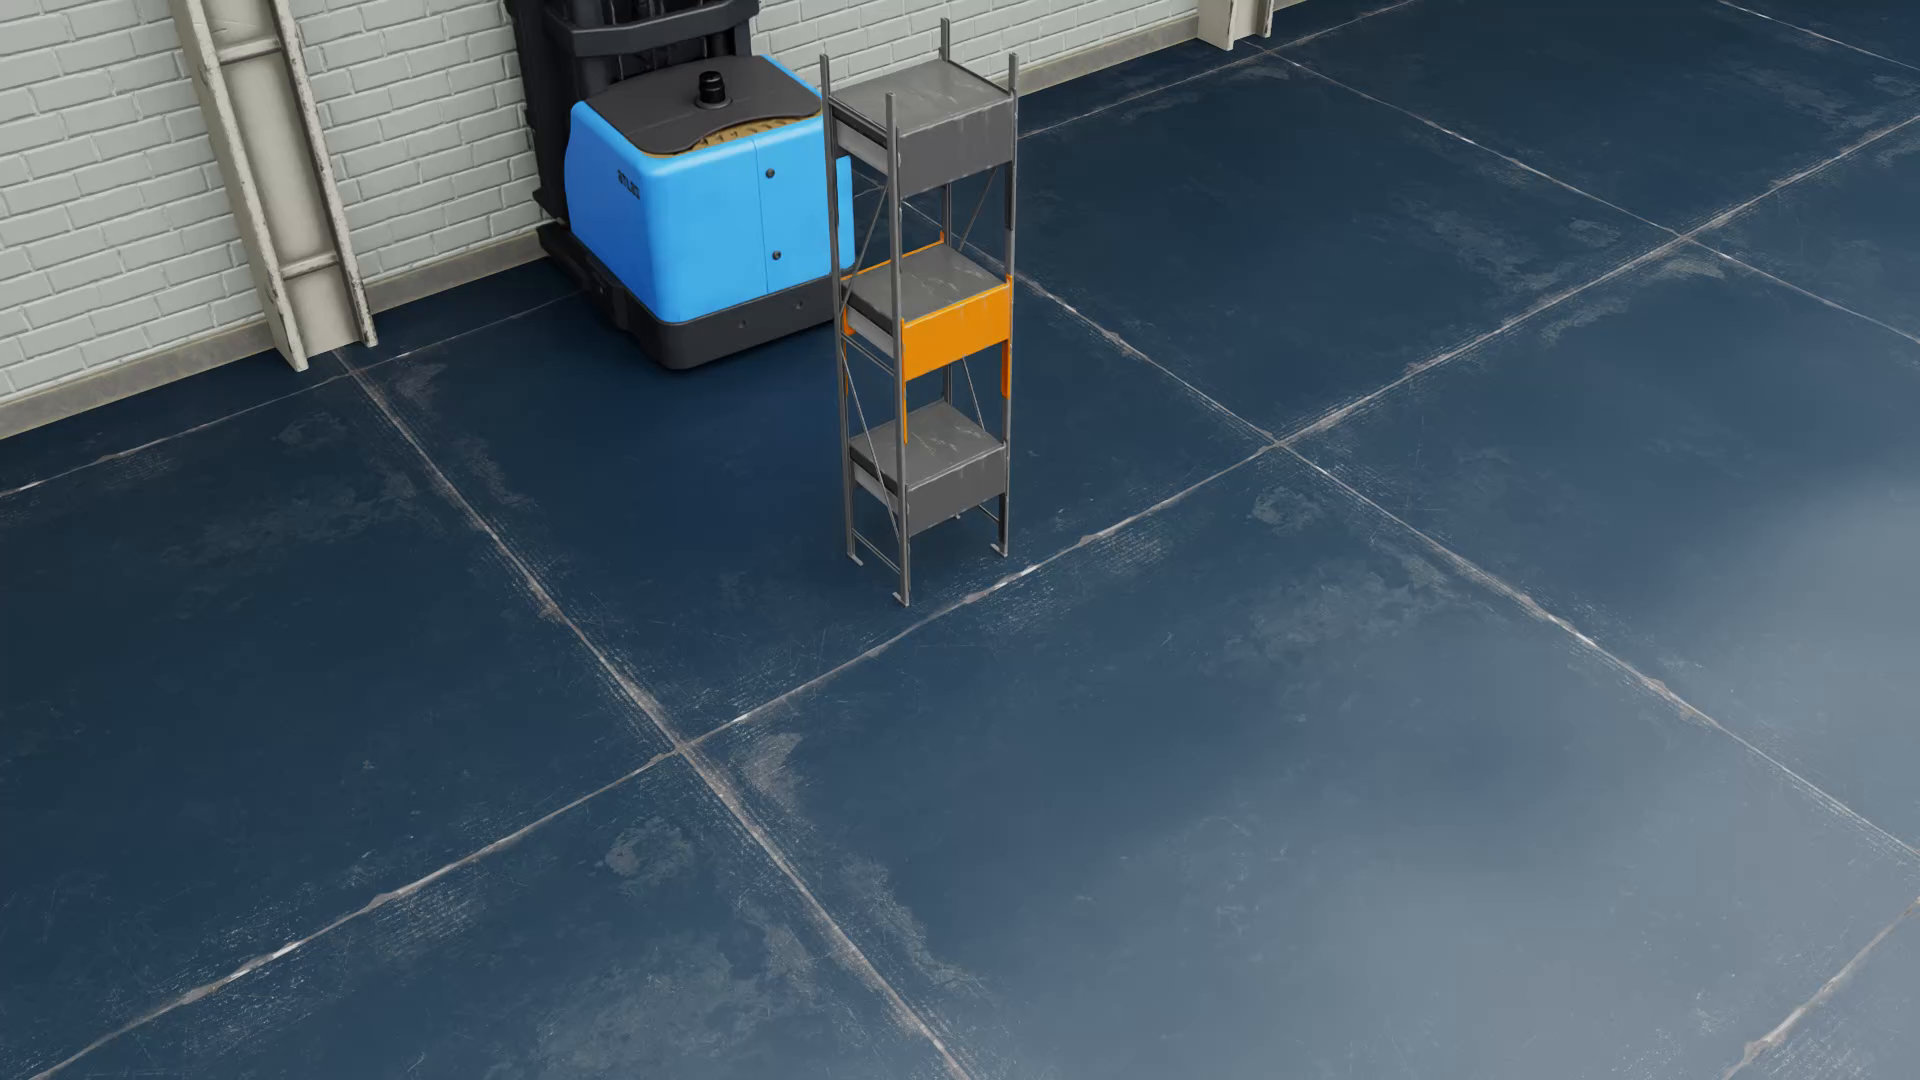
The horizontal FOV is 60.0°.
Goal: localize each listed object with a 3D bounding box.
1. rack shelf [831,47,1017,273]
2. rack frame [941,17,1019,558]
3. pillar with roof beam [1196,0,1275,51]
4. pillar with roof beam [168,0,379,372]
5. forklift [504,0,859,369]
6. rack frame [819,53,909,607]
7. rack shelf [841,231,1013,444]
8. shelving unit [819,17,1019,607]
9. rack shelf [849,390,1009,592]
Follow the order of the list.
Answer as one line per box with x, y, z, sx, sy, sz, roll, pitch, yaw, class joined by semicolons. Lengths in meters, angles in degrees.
-0.131;-1.278;5.571;0.480;0.518;0.431;-26;46;-28;rack shelf
0.062;-0.842;6.121;0.015;2.100;0.400;-26;46;-28;rack frame
4.376;-4.564;5.218;0.400;9.000;9.100;-26;46;-28;pillar with roof beam
-0.381;-2.245;2.391;0.400;9.000;9.100;-26;46;-28;pillar with roof beam
-1.716;-2.813;7.868;1.130;2.935;3.031;-23;45;-25;forklift
-0.325;-0.654;5.891;0.015;2.100;0.400;-26;46;-28;rack frame
-0.131;-0.737;6.015;0.480;0.518;0.431;-26;46;-28;rack shelf
-0.131;-0.748;6.006;0.503;2.100;0.431;-26;46;-28;shelving unit
-0.131;-0.196;6.459;0.480;0.518;0.431;-26;46;-28;rack shelf
